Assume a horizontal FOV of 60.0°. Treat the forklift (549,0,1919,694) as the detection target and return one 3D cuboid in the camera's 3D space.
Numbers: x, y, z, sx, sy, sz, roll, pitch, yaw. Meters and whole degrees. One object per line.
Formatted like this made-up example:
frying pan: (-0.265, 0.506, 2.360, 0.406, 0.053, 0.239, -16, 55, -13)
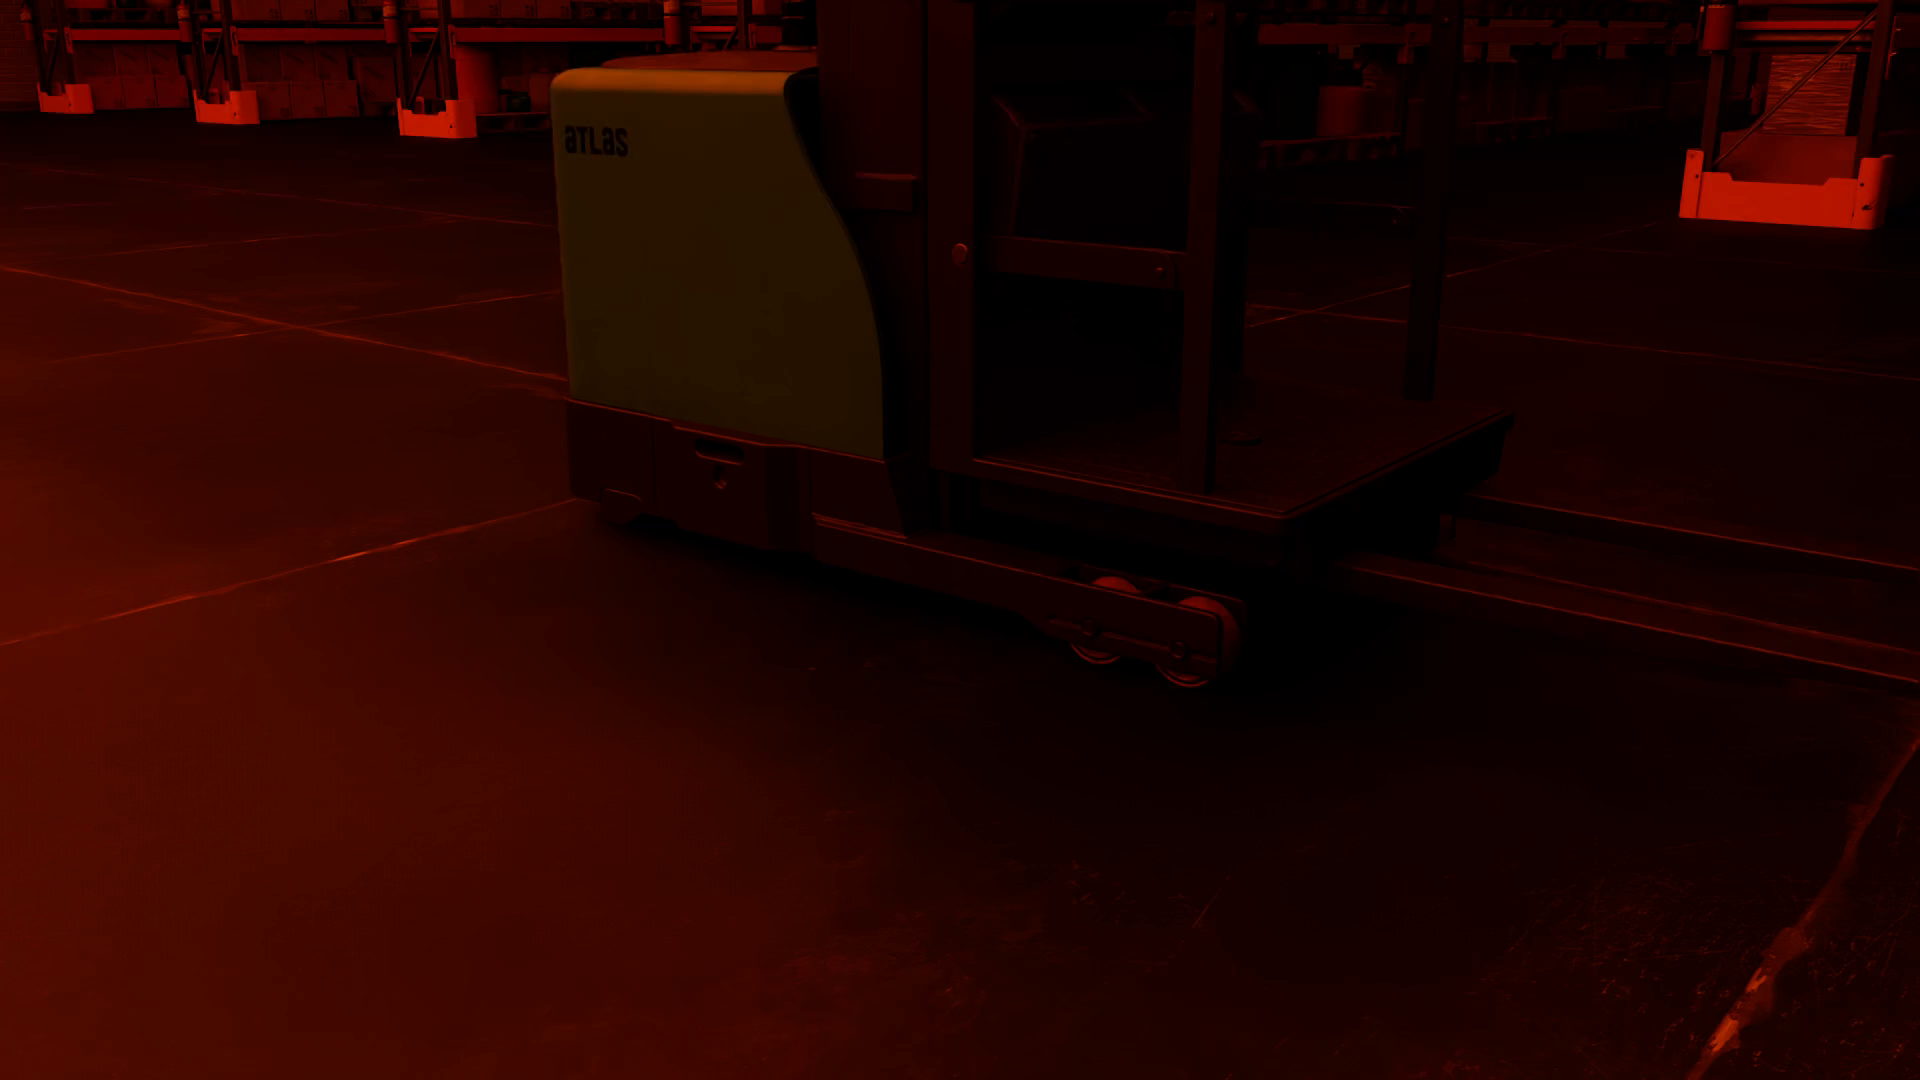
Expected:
forklift: (0.515, -1.305, 3.196, 3.031, 2.935, 1.130, 13, 21, 36)
